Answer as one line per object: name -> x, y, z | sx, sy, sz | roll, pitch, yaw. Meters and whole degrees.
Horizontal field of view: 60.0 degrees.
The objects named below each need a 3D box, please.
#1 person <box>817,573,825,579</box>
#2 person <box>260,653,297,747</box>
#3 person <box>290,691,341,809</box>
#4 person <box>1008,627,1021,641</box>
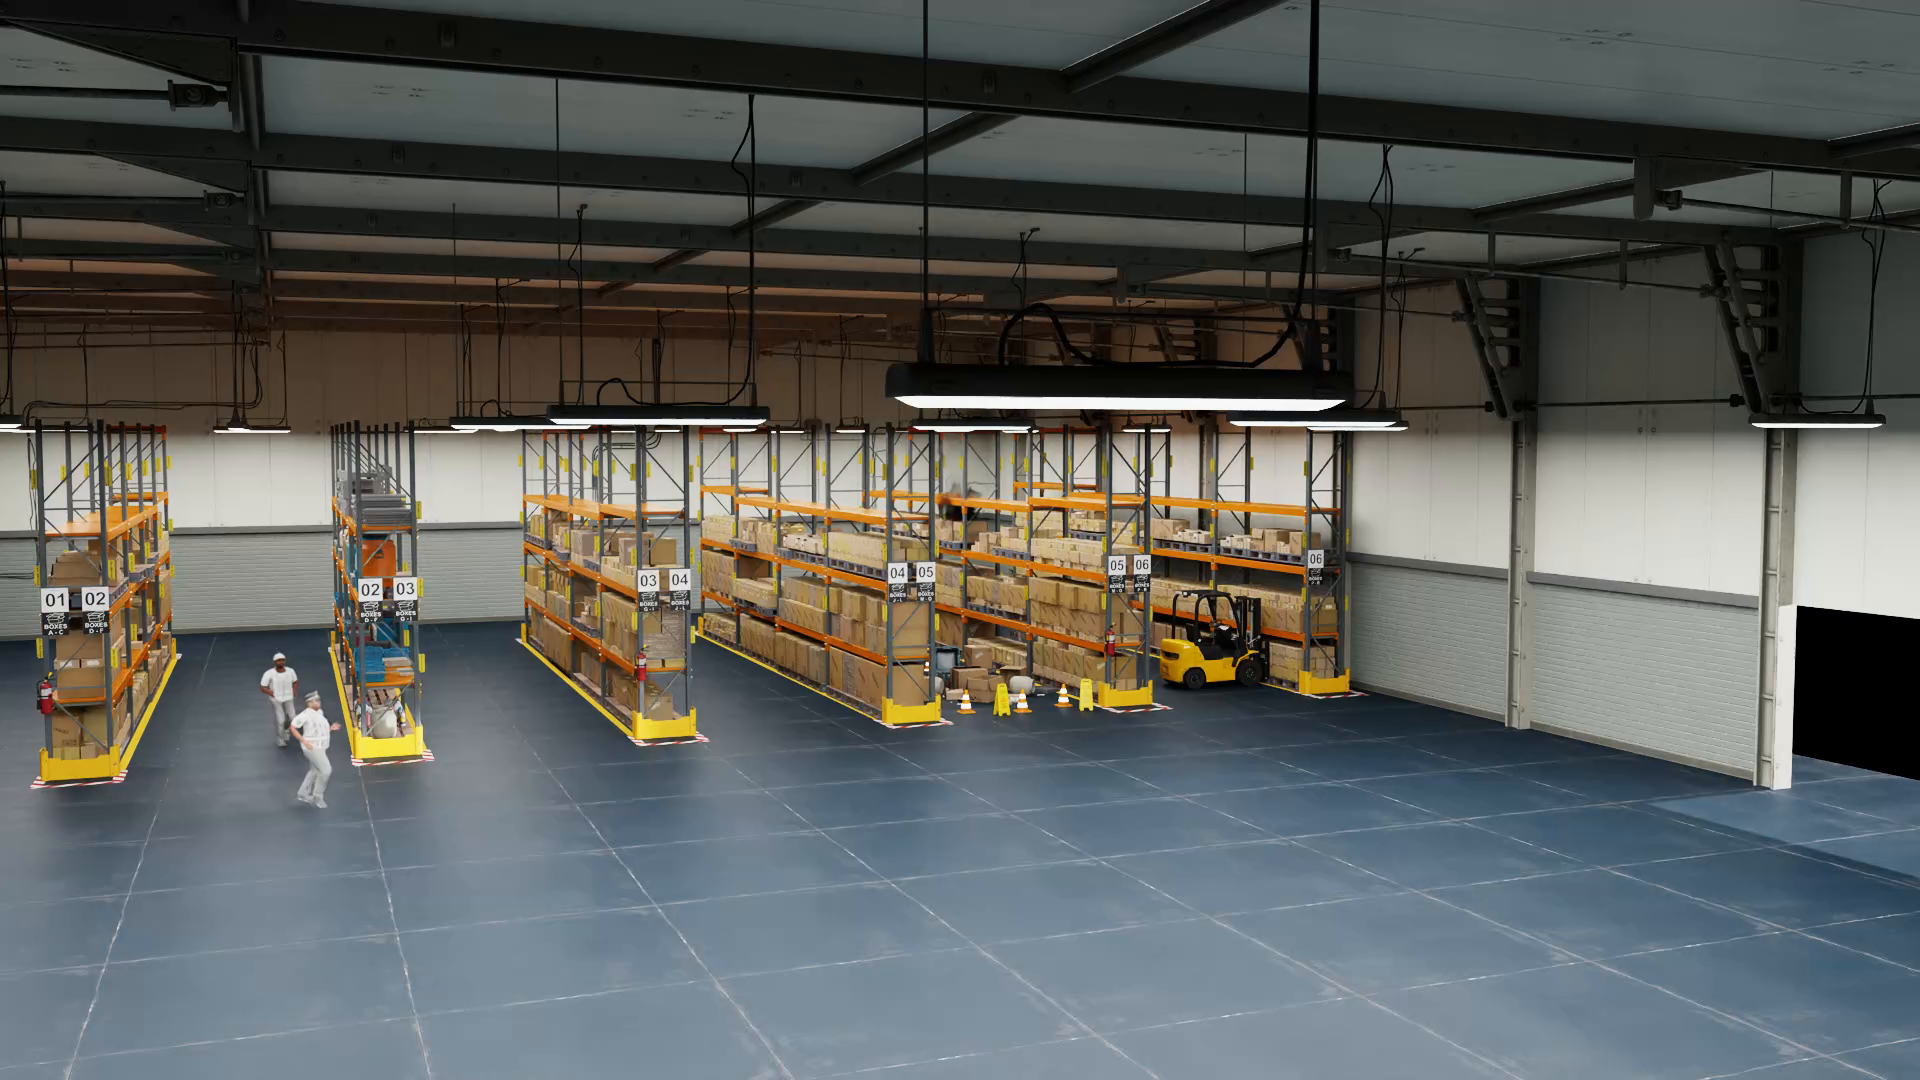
person -> -4.321, 1.661, 50.734 | 0.705, 1.824, 0.632 | -2, 4, -29
person -> -12.508, 2.944, 30.655 | 0.695, 1.719, 0.600 | -3, 5, -40
person -> -9.925, 3.246, 25.676 | 0.708, 1.845, 0.639 | 0, 4, 0
person -> 1.516, 1.995, 46.506 | 0.587, 1.627, 0.599 | -2, 4, -29
